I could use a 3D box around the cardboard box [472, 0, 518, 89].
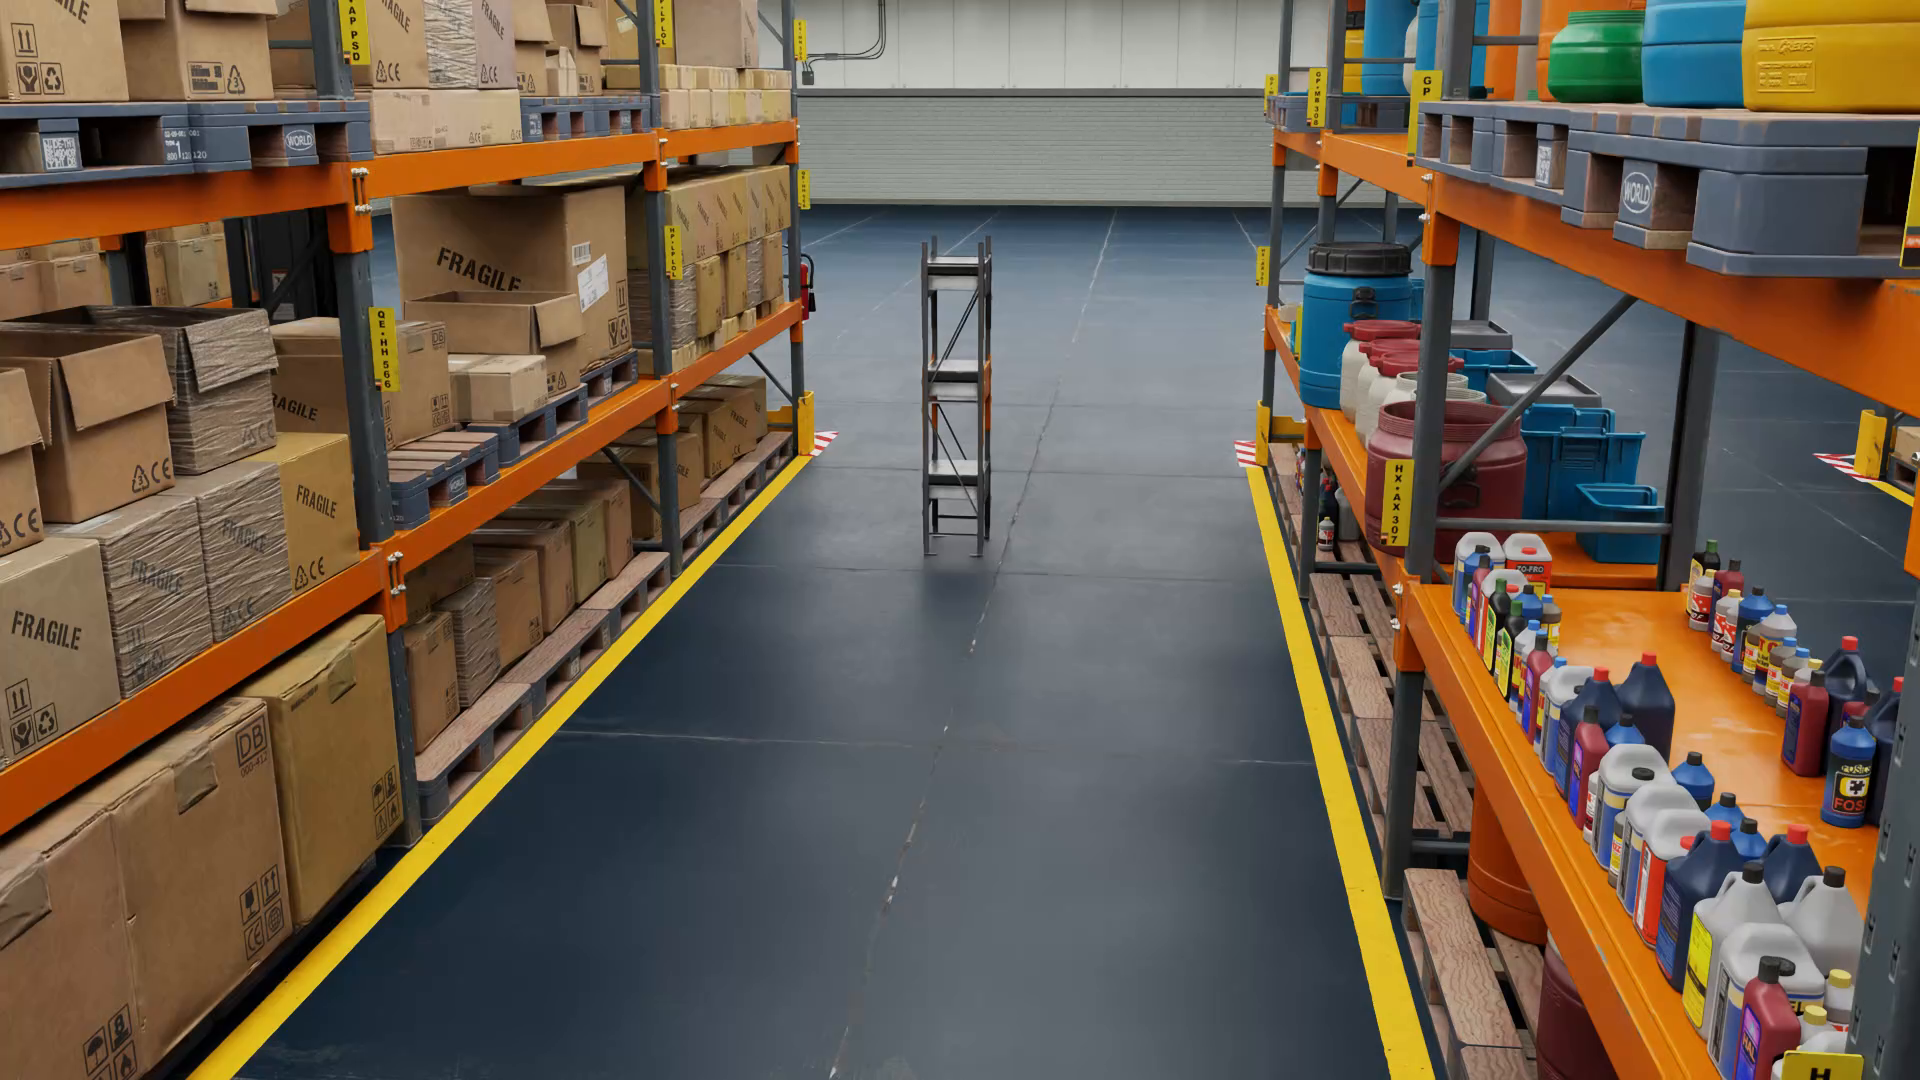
[{"bbox_3d":[-2.349,-2.303,7.538,0.500,0.500,0.500,1,15,5],"label":"cardboard box"}]

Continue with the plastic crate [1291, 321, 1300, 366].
[{"bbox_3d":[2.460,-1.304,11.023,0.499,0.251,0.616,2,15,6],"label":"plastic crate"}]

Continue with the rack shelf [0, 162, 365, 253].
[{"bbox_3d":[-2.994,-0.771,4.400,1.077,0.370,4.000,2,15,6],"label":"rack shelf"}]

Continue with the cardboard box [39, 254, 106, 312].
[{"bbox_3d":[-6.986,-1.847,12.460,0.875,0.550,0.550,2,15,6],"label":"cardboard box"}]

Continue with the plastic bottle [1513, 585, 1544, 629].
[{"bbox_3d":[1.751,0.272,5.155,0.097,0.271,0.097,0,15,0],"label":"plastic bottle"}]

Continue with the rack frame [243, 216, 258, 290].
[{"bbox_3d":[-6.782,-2.437,14.926,1.000,3.000,0.127,2,15,6],"label":"rack frame"}]

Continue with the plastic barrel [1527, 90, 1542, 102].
[{"bbox_3d":[2.130,-1.482,5.947,0.294,0.245,0.294,0,15,0],"label":"plastic barrel"}]

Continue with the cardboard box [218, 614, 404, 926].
[{"bbox_3d":[-2.867,0.812,6.179,1.225,0.875,0.875,1,15,4],"label":"cardboard box"}]

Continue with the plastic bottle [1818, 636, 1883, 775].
[{"bbox_3d":[2.343,0.434,4.404,0.144,0.351,0.185,2,15,6],"label":"plastic bottle"}]

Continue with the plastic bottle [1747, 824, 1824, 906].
[{"bbox_3d":[1.645,0.726,3.325,0.144,0.351,0.185,2,15,6],"label":"plastic bottle"}]

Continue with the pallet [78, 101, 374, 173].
[{"bbox_3d":[-2.788,-1.378,5.626,1.213,0.211,1.003,2,15,9],"label":"pallet"}]

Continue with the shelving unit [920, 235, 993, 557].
[{"bbox_3d":[-0.019,-0.971,11.229,0.431,2.100,0.503,2,15,6],"label":"shelving unit"}]

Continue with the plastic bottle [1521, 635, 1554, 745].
[{"bbox_3d":[1.608,0.414,4.608,0.061,0.283,0.133,2,15,6],"label":"plastic bottle"}]

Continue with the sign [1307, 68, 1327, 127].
[{"bbox_3d":[2.059,-2.552,9.591,0.100,0.325,0.005,2,15,6],"label":"sign"}]

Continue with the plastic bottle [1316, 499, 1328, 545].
[{"bbox_3d":[2.331,-0.117,10.707,0.061,0.283,0.133,2,15,9],"label":"plastic bottle"}]

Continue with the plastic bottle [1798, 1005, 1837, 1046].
[{"bbox_3d":[1.487,0.914,2.914,0.097,0.201,0.097,0,15,0],"label":"plastic bottle"}]

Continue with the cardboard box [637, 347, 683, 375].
[{"bbox_3d":[-1.994,-1.152,10.659,0.380,0.149,0.250,2,15,6],"label":"cardboard box"}]

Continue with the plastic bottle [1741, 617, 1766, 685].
[{"bbox_3d":[2.441,0.335,5.058,0.097,0.201,0.097,0,15,0],"label":"plastic bottle"}]

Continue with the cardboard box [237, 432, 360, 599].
[{"bbox_3d":[-2.577,-0.102,6.102,0.500,0.500,0.500,2,15,8],"label":"cardboard box"}]

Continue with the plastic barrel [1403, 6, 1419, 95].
[{"bbox_3d":[2.848,-2.892,9.844,0.421,0.512,0.421,0,15,0],"label":"plastic barrel"}]

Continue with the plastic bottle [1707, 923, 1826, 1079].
[{"bbox_3d":[1.467,0.847,3.019,0.152,0.276,0.135,2,15,6],"label":"plastic bottle"}]

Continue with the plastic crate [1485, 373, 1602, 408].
[{"bbox_3d":[2.640,-0.484,7.585,0.402,0.464,0.583,2,15,6],"label":"plastic crate"}]

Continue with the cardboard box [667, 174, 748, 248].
[{"bbox_3d":[-1.856,-2.400,12.114,0.500,0.500,0.500,2,15,6],"label":"cardboard box"}]

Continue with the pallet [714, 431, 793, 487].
[{"bbox_3d":[-2.001,-0.689,13.805,1.003,0.211,1.213,2,15,6],"label":"pallet"}]

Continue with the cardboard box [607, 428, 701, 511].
[{"bbox_3d":[-2.175,-0.474,11.653,0.500,0.500,0.500,7,17,24],"label":"cardboard box"}]

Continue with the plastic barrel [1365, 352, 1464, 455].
[{"bbox_3d":[2.147,-0.602,7.883,0.433,0.535,0.433,0,15,0],"label":"plastic barrel"}]

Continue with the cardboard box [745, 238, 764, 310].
[{"bbox_3d":[-1.991,-2.053,12.745,0.875,0.500,0.500,2,15,6],"label":"cardboard box"}]

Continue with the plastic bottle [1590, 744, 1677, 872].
[{"bbox_3d":[1.565,0.621,3.855,0.152,0.276,0.135,2,15,6],"label":"plastic bottle"}]

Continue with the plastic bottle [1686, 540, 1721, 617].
[{"bbox_3d":[2.532,0.130,5.657,0.061,0.283,0.133,2,15,6],"label":"plastic bottle"}]

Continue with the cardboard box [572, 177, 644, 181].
[{"bbox_3d":[-2.427,-2.286,11.691,0.500,0.500,0.500,2,15,6],"label":"cardboard box"}]

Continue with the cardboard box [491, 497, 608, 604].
[{"bbox_3d":[-2.480,0.049,9.679,0.700,0.500,0.500,2,15,6],"label":"cardboard box"}]

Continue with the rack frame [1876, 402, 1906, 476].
[{"bbox_3d":[7.977,-1.971,13.207,1.000,3.000,0.127,2,15,6],"label":"rack frame"}]

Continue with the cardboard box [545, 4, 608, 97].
[{"bbox_3d":[-2.468,-2.808,9.553,0.797,0.503,0.637,1,15,3],"label":"cardboard box"}]

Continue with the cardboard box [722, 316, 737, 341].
[{"bbox_3d":[-1.837,-1.542,12.099,0.380,0.149,0.250,2,15,6],"label":"cardboard box"}]

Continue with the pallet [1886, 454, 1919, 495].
[{"bbox_3d":[7.933,-0.426,12.832,1.003,0.211,1.213,2,15,6],"label":"pallet"}]

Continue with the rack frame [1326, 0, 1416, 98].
[{"bbox_3d":[2.605,-3.977,9.130,1.000,3.000,0.127,2,15,6],"label":"rack frame"}]

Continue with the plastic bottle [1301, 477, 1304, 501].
[{"bbox_3d":[2.481,-0.378,11.833,0.097,0.201,0.097,0,15,0],"label":"plastic bottle"}]

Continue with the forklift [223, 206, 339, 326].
[{"bbox_3d":[-5.264,-1.615,12.021,3.031,2.935,1.130,-1,15,-4],"label":"forklift"}]

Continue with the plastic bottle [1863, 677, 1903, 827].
[{"bbox_3d":[2.307,0.517,4.099,0.144,0.351,0.185,2,15,6],"label":"plastic bottle"}]

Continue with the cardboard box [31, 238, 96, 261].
[{"bbox_3d":[-7.014,-2.370,12.322,0.875,0.550,0.550,2,15,6],"label":"cardboard box"}]

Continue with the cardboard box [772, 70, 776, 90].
[{"bbox_3d":[-1.654,-3.613,13.054,0.380,0.149,0.250,1,15,4],"label":"cardboard box"}]

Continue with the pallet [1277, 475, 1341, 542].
[{"bbox_3d":[2.857,-0.225,12.090,1.003,0.211,1.213,2,15,6],"label":"pallet"}]

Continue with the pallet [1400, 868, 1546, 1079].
[{"bbox_3d":[2.106,1.508,5.680,1.003,0.211,1.213,2,15,6],"label":"pallet"}]

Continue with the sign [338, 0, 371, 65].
[{"bbox_3d":[-2.217,-1.907,6.078,0.100,0.325,0.005,2,15,6],"label":"sign"}]

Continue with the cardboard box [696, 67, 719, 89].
[{"bbox_3d":[-1.858,-3.142,11.313,0.380,0.149,0.250,1,15,5],"label":"cardboard box"}]

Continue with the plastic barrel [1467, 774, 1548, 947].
[{"bbox_3d":[2.115,0.929,5.834,0.600,0.830,0.708,2,15,6],"label":"plastic barrel"}]

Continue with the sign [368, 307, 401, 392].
[{"bbox_3d":[-2.216,-0.733,6.407,0.100,0.325,0.005,2,15,6],"label":"sign"}]

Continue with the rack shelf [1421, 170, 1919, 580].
[{"bbox_3d":[1.928,-0.625,3.860,1.077,0.370,4.000,2,15,6],"label":"rack shelf"}]

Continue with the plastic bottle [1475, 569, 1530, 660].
[{"bbox_3d":[1.731,0.239,5.269,0.152,0.276,0.135,2,15,6],"label":"plastic bottle"}]

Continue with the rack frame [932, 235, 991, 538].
[{"bbox_3d":[0.009,-1.034,11.463,0.400,2.100,0.015,2,15,6],"label":"rack frame"}]

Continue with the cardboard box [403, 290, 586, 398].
[{"bbox_3d":[-2.420,-1.027,8.711,0.797,0.503,0.637,3,15,12],"label":"cardboard box"}]

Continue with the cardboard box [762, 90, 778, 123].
[{"bbox_3d":[-1.721,-3.378,12.948,0.500,0.250,0.500,2,15,7],"label":"cardboard box"}]
